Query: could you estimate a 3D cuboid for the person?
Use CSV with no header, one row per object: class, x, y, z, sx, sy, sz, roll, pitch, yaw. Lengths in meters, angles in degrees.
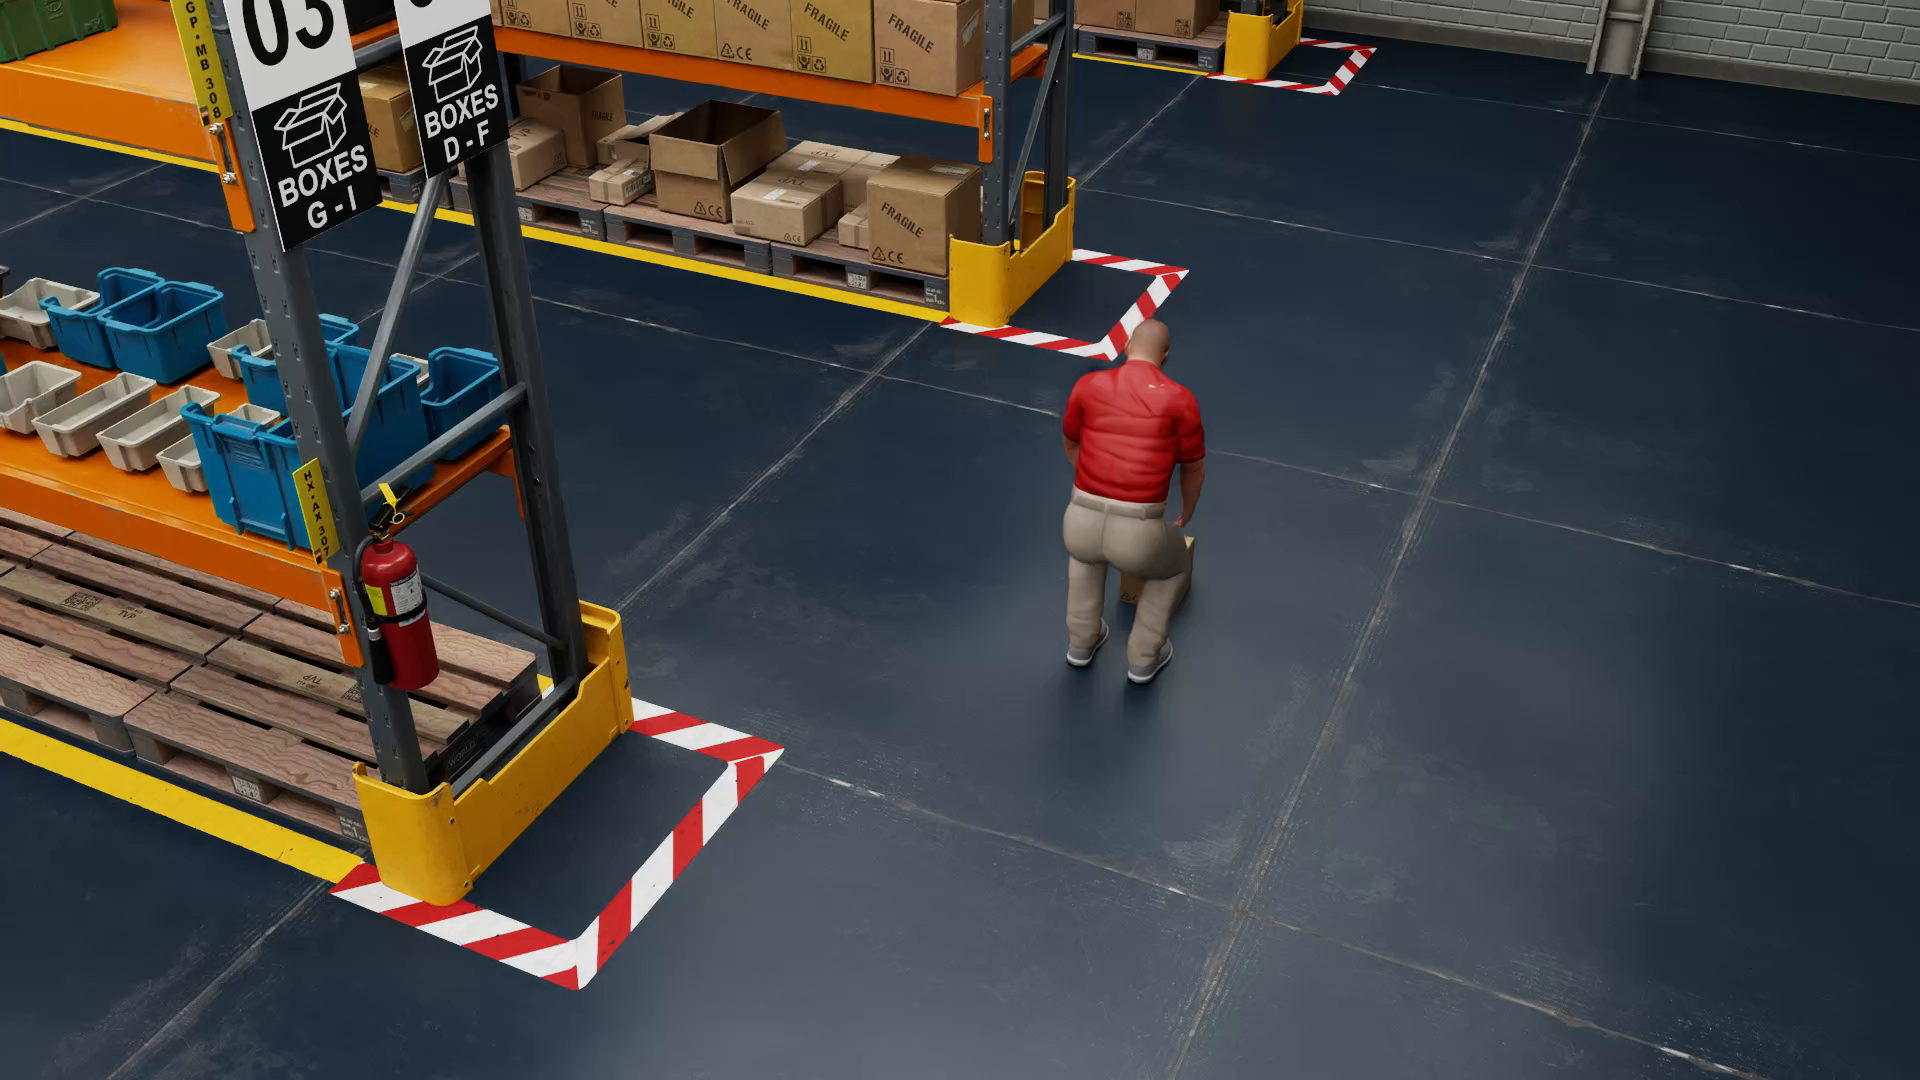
person,0.646,-0.133,6.654,0.590,1.409,0.707,14,36,21
